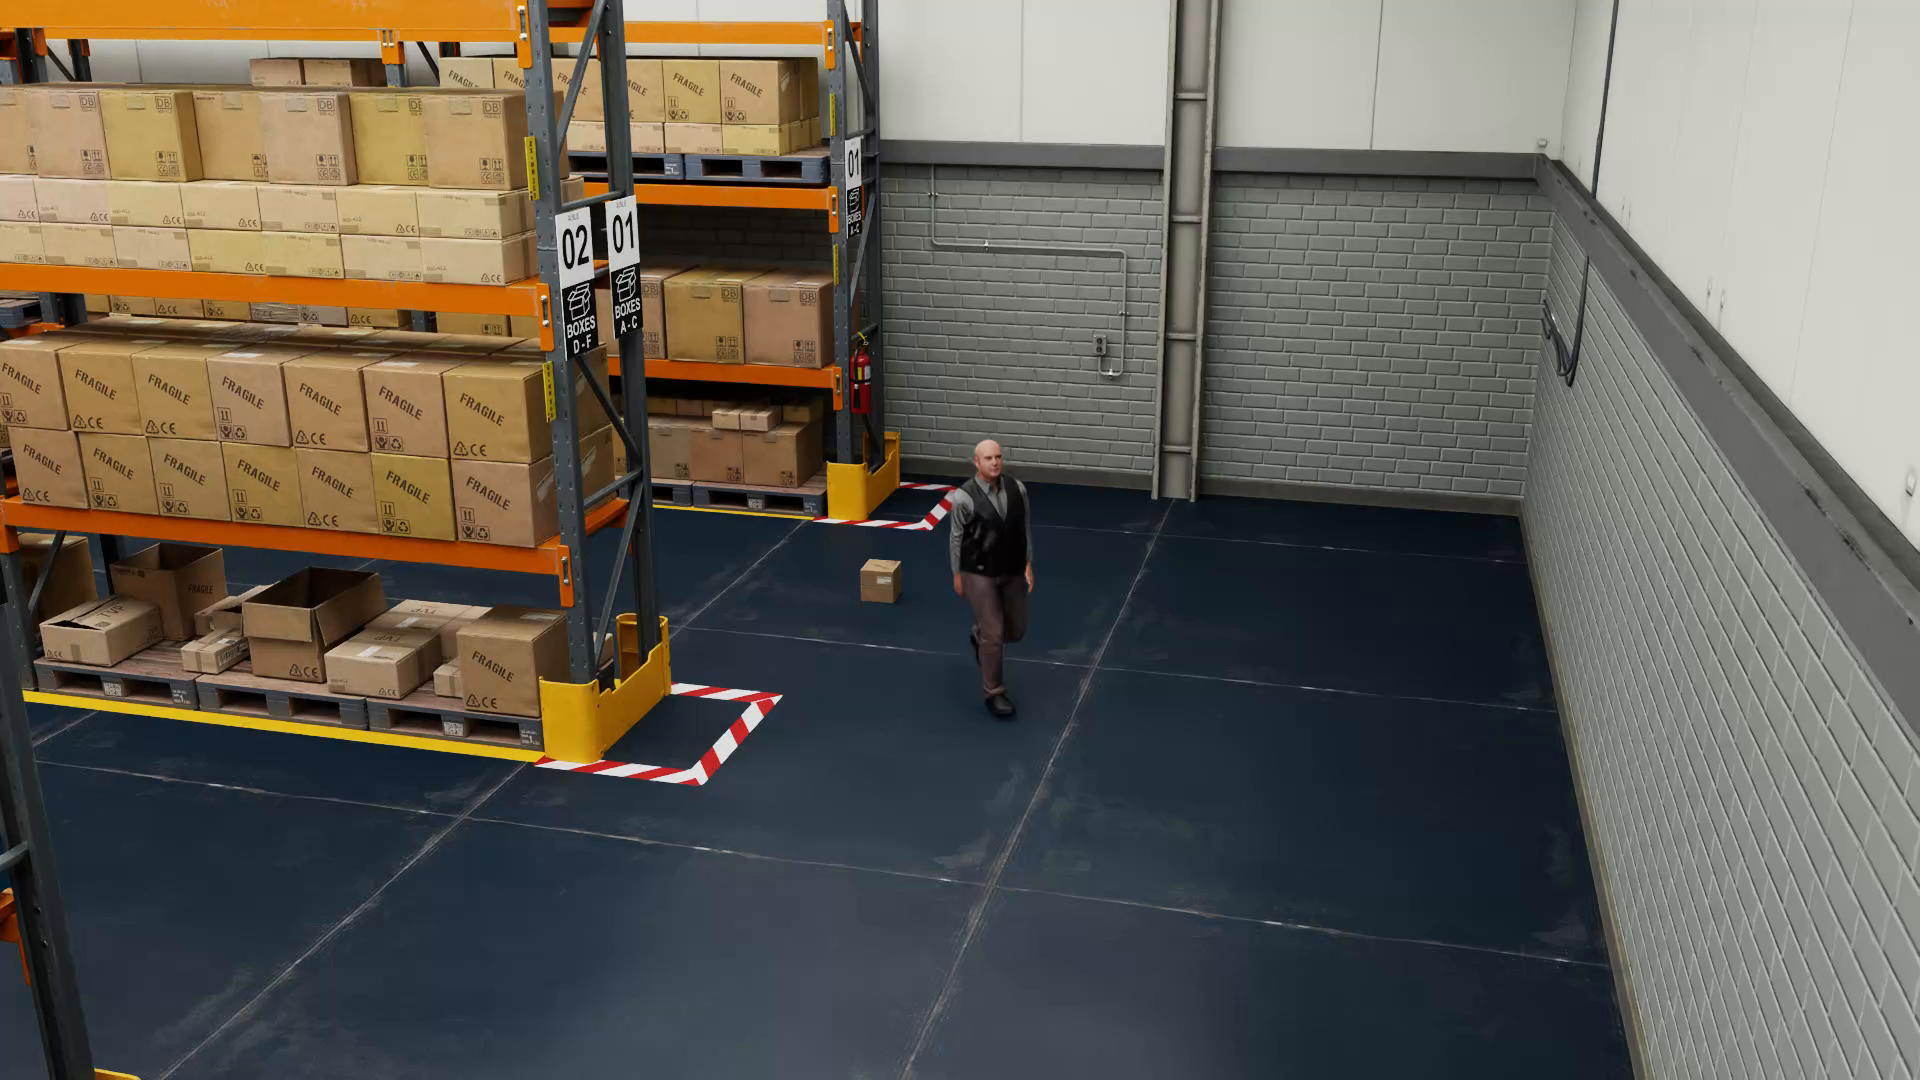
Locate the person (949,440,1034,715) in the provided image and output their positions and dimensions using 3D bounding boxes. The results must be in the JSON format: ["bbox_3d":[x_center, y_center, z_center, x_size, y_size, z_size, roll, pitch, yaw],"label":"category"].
[{"bbox_3d":[0.191,0.192,10.467,0.530,1.695,0.802,-10,20,-27],"label":"person"}]
